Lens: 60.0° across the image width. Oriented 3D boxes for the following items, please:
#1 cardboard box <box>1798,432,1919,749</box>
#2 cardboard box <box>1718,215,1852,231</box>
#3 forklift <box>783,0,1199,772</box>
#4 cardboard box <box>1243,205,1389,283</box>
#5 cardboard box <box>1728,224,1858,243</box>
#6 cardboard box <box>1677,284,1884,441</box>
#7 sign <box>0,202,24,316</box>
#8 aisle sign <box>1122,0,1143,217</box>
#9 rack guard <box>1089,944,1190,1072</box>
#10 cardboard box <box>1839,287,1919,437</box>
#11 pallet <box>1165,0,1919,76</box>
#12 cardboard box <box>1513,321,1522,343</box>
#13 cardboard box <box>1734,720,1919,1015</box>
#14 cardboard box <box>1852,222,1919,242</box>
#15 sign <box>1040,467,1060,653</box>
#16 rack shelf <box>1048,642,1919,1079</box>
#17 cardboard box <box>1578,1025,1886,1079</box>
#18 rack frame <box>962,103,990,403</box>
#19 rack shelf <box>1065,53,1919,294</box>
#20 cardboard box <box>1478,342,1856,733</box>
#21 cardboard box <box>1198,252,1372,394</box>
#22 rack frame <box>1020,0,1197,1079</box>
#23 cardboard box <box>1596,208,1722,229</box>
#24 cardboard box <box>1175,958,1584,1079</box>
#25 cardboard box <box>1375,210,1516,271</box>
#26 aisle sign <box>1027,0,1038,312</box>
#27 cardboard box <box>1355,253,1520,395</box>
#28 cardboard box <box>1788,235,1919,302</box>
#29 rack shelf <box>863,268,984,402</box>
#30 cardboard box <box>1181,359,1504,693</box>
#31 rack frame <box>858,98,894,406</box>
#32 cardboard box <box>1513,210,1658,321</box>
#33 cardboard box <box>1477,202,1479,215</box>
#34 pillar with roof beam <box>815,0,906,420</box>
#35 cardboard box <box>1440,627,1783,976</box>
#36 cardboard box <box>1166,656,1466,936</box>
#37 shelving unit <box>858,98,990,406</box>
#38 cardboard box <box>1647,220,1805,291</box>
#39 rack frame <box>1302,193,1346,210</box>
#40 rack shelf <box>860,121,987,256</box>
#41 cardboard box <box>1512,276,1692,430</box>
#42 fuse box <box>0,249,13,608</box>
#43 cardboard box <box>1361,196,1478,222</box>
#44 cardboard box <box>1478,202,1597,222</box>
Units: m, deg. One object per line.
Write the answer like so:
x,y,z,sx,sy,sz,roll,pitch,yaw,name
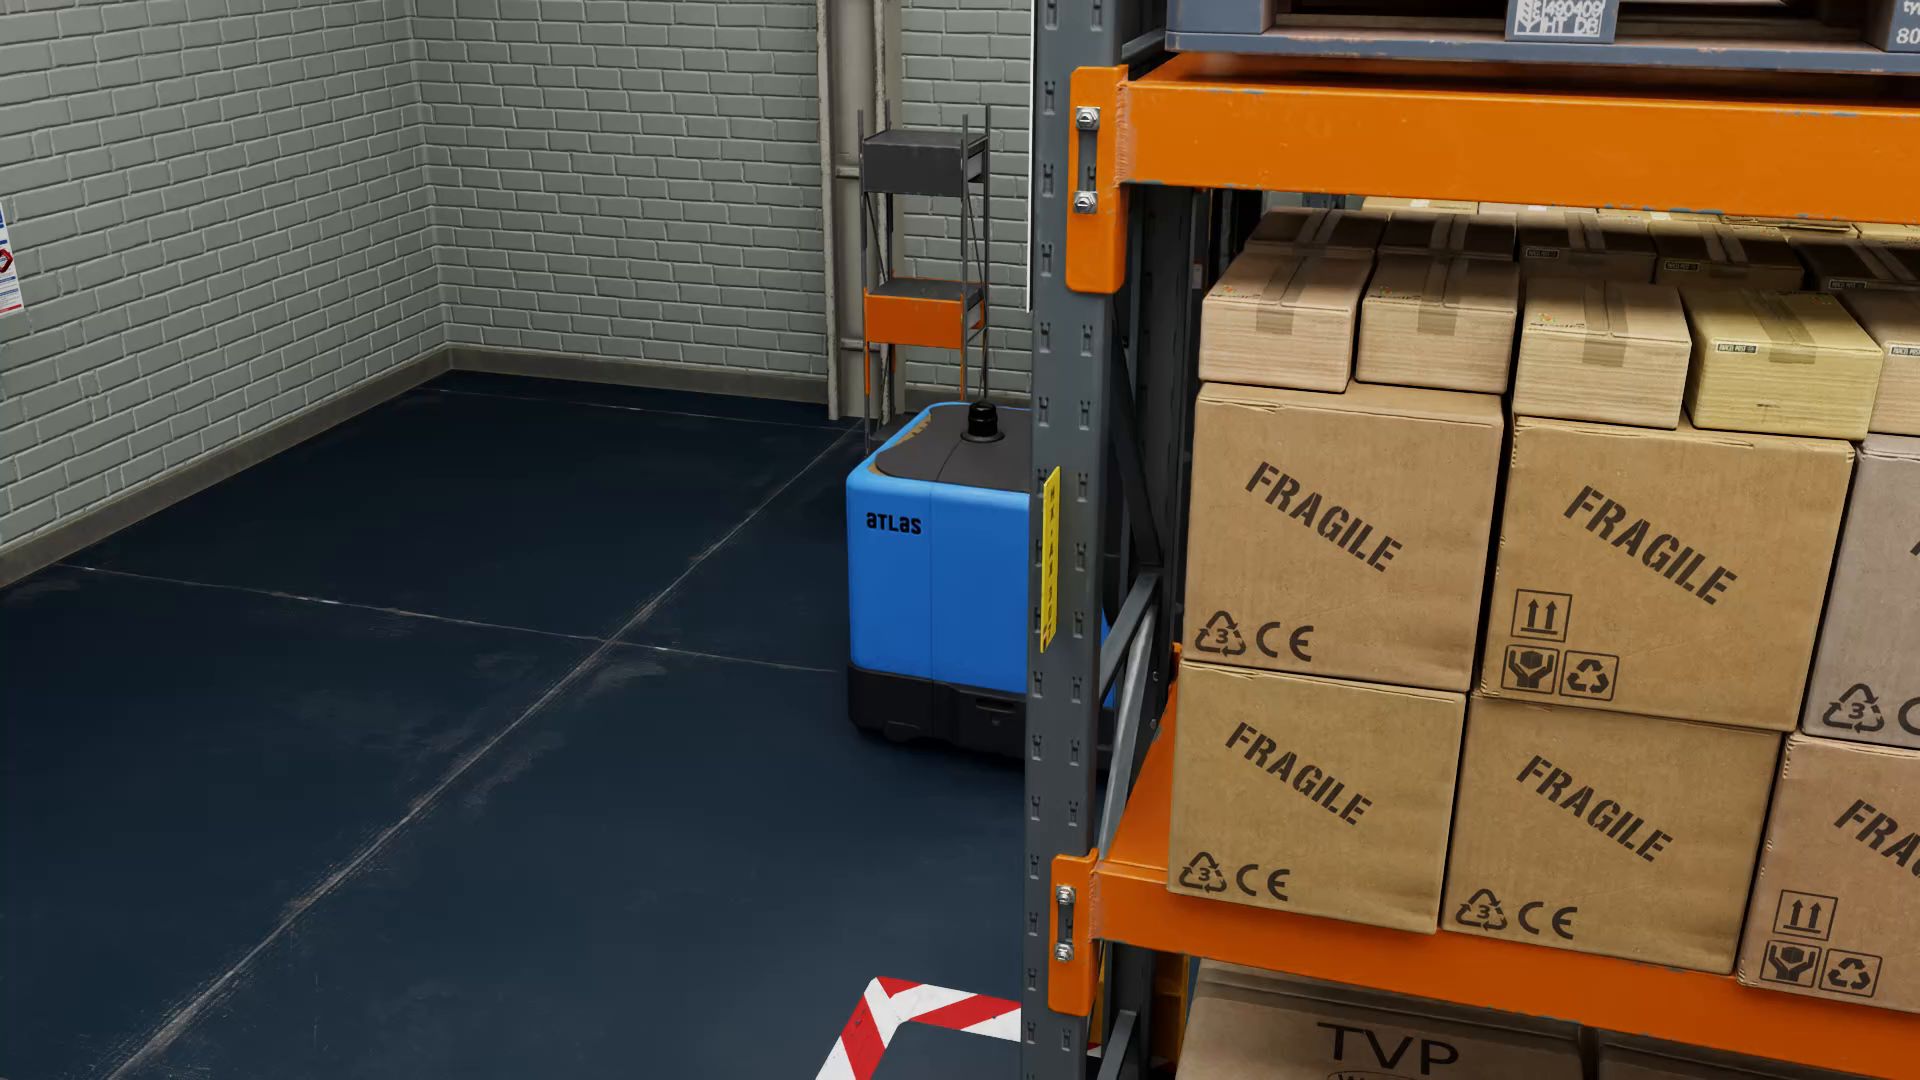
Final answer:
1.697,0.028,2.800,0.500,0.500,0.500,6,23,15,cardboard box
3.551,-1.634,7.119,0.500,0.500,0.500,7,23,17,cardboard box
0.906,-0.623,5.926,3.031,2.935,1.130,7,23,17,forklift
0.729,-0.569,3.401,0.250,0.149,0.380,7,23,16,cardboard box
3.579,-1.293,7.277,0.500,0.250,0.500,6,23,14,cardboard box
1.332,-0.301,2.747,0.250,0.149,0.380,6,23,14,cardboard box
-4.386,-1.242,7.471,0.001,0.494,0.329,7,23,16,sign
0.348,-1.050,3.452,0.004,0.787,0.394,7,23,16,aisle sign
0.305,1.427,4.133,0.348,0.500,1.175,7,23,16,rack guard
1.599,-0.291,2.724,0.250,0.149,0.380,7,23,16,cardboard box
1.041,-0.996,2.910,1.213,0.211,1.003,7,23,15,pallet
1.367,-0.223,3.411,0.500,0.500,0.500,7,23,16,cardboard box
1.678,0.491,2.988,0.500,0.500,0.500,6,23,15,cardboard box
4.072,-1.237,7.138,0.500,0.250,0.500,6,23,15,cardboard box
0.162,0.037,2.982,0.005,0.325,0.100,7,23,16,sign
2.242,0.825,3.254,4.000,0.370,1.077,7,23,16,rack shelf
1.867,1.397,3.733,0.875,0.438,0.875,7,23,17,cardboard box
0.075,-0.963,7.851,0.015,2.100,0.400,7,23,16,rack frame
2.242,-0.563,2.685,4.000,0.370,1.077,7,23,16,rack shelf
1.202,-0.026,2.931,0.500,0.500,0.500,6,23,14,cardboard box
0.588,-0.396,2.980,0.250,0.149,0.380,7,23,17,cardboard box
0.328,0.273,3.652,0.127,3.000,1.000,7,23,16,rack frame
3.083,-1.342,7.394,0.500,0.250,0.500,6,23,14,cardboard box
0.988,1.300,3.970,0.875,0.438,0.875,6,23,14,cardboard box
0.979,-0.550,3.355,0.250,0.149,0.380,7,23,16,cardboard box
0.175,-0.832,2.921,0.004,0.787,0.394,7,23,16,aisle sign
0.859,-0.394,2.973,0.250,0.149,0.380,7,23,17,cardboard box
1.710,-0.456,3.124,0.250,0.149,0.380,6,23,15,cardboard box
-0.158,-0.977,7.921,0.480,0.518,0.431,7,23,16,rack shelf
0.705,-0.080,3.062,0.500,0.500,0.500,6,23,14,cardboard box
-0.392,-1.016,7.981,0.015,2.100,0.400,7,23,16,rack frame
1.251,-0.552,3.360,0.250,0.149,0.380,6,23,15,cardboard box
2.275,-1.645,8.133,0.500,0.250,0.500,7,23,17,cardboard box
-1.807,-3.365,4.617,0.400,9.000,9.100,7,23,16,pillar with roof beam
1.197,0.429,3.140,0.500,0.500,0.500,6,23,15,cardboard box
0.704,0.384,3.250,0.500,0.500,0.500,6,23,15,cardboard box
-0.158,-0.990,7.916,0.503,2.100,0.431,7,23,16,shelving unit
1.480,-0.510,3.257,0.250,0.149,0.380,7,23,17,cardboard box
1.758,-1.531,8.049,0.127,3.000,1.000,7,23,16,rack frame
-0.158,-1.625,7.655,0.480,0.518,0.431,7,23,16,rack shelf
1.075,-0.323,2.802,0.250,0.149,0.380,7,23,17,cardboard box
-4.331,-0.488,7.204,0.414,1.711,0.539,7,23,16,fuse box
2.115,-1.451,7.661,0.500,0.250,0.500,7,23,16,cardboard box
2.597,-1.396,7.527,0.500,0.250,0.500,7,23,16,cardboard box
